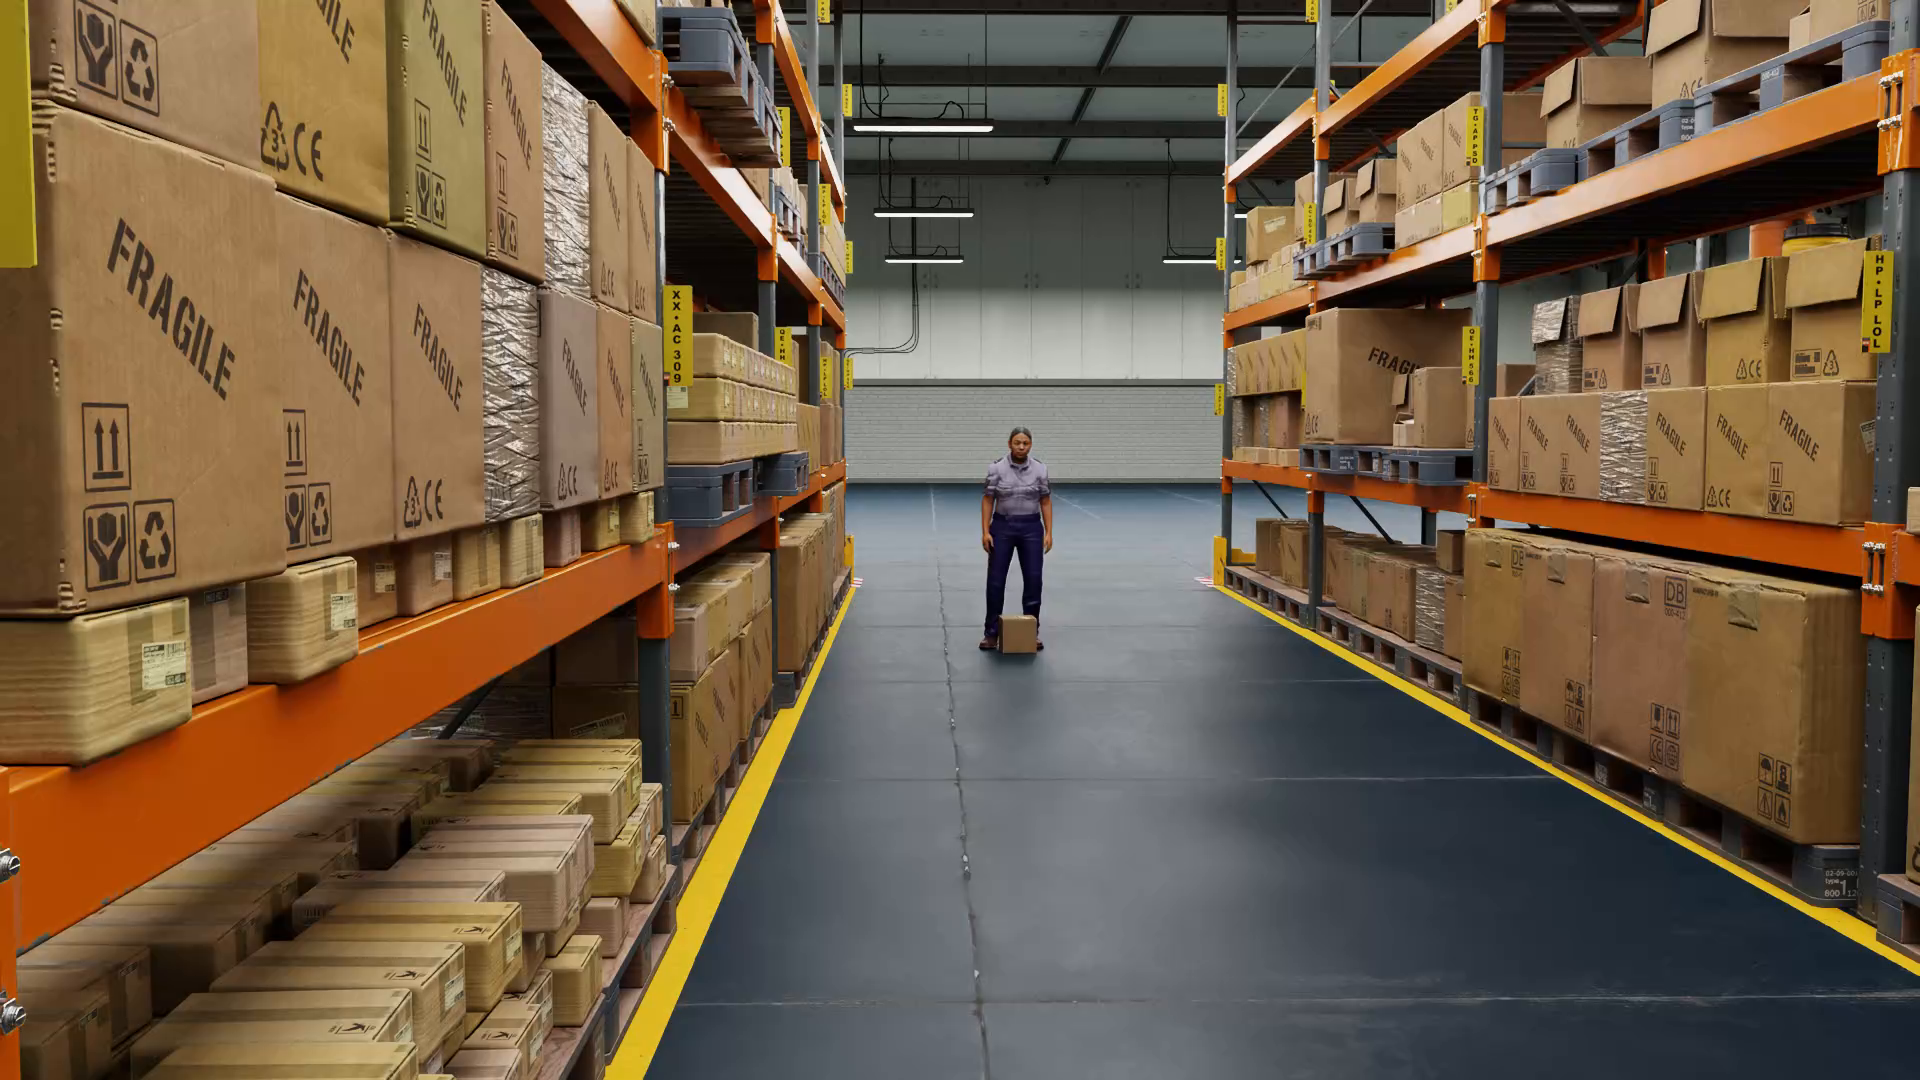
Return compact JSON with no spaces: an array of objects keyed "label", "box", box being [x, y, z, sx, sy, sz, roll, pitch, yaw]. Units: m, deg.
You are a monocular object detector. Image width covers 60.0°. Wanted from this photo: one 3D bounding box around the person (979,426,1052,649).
[{"label":"person","box":[0.413,-0.024,12.406,0.558,1.652,0.363,0,4,-3]}]
